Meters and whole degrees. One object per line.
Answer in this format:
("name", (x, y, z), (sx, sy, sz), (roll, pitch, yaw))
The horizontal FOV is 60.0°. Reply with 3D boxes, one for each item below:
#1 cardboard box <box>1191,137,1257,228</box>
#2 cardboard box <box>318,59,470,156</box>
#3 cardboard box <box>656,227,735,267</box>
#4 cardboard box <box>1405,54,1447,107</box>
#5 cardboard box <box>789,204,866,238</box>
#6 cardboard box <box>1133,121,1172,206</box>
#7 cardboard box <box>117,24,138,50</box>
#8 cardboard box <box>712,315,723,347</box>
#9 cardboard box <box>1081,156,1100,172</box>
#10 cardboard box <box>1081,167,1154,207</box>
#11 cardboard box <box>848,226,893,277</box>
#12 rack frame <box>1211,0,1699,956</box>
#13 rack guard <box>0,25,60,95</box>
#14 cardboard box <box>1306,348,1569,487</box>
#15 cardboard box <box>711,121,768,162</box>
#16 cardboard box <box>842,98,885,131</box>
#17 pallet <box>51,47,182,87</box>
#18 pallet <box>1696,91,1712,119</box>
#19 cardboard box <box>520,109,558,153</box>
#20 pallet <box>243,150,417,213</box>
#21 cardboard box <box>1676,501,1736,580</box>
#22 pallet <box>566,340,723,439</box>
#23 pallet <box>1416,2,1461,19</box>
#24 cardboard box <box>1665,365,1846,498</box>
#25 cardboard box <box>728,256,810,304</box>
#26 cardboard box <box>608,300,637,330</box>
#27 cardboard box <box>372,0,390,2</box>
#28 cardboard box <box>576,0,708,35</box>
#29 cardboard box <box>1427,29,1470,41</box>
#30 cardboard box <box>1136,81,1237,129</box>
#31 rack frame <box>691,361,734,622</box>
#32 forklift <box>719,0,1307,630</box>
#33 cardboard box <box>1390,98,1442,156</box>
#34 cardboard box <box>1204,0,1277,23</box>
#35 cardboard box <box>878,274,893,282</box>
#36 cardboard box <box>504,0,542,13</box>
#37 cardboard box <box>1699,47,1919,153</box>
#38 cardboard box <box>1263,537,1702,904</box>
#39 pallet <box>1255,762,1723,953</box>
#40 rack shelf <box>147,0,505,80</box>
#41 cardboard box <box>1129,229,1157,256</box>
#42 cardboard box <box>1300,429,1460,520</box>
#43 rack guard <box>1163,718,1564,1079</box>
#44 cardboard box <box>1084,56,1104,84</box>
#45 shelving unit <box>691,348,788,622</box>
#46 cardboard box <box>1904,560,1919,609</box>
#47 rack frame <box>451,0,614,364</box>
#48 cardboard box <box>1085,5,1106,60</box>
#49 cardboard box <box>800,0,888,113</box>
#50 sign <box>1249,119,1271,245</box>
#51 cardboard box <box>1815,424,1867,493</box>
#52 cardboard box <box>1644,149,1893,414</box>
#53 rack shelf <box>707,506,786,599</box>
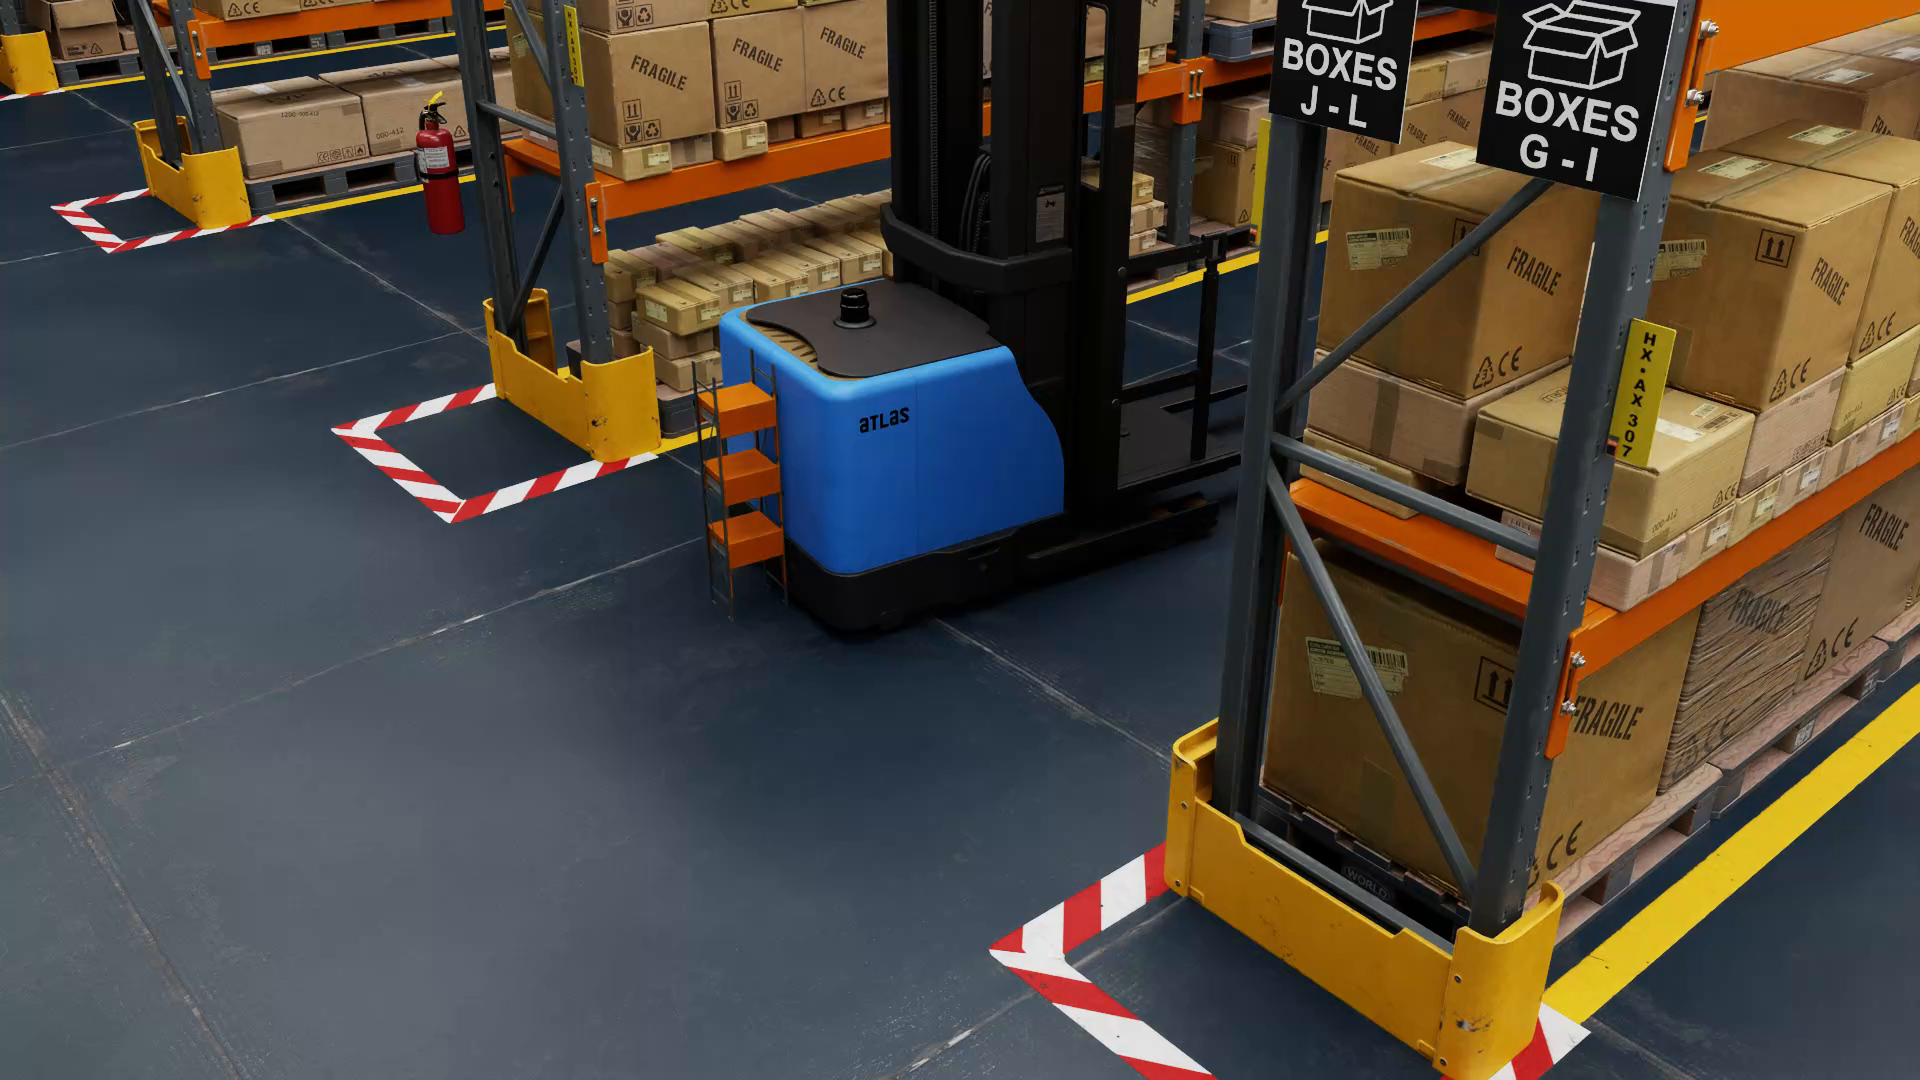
("cardboard box", (1.779, -2.353, 10.677), (0.500, 0.500, 0.500), (-20, 34, -33))
("cardboard box", (-4.160, -3.235, 12.394), (0.875, 0.438, 0.875), (-21, 34, -34))
("cardboard box", (-1.417, -1.540, 8.896), (0.250, 0.149, 0.380), (-23, 36, -36))
("cardboard box", (2.964, -3.165, 11.400), (0.500, 0.250, 0.500), (-21, 35, -34))
("cardboard box", (-0.738, -1.739, 9.270), (0.250, 0.149, 0.380), (-23, 36, -36))
("cardboard box", (1.444, -2.539, 11.024), (0.500, 0.500, 0.500), (-23, 36, -36))
("cardboard box", (-7.637, -4.635, 15.320), (0.250, 0.149, 0.380), (-24, 36, -37))
("cardboard box", (-1.188, -1.106, 8.401), (0.250, 0.149, 0.380), (-22, 35, -35))
("cardboard box", (0.648, -2.298, 10.316), (0.250, 0.149, 0.380), (-20, 34, -33))
("cardboard box", (0.943, -2.127, 9.996), (0.250, 0.149, 0.380), (-21, 34, -34))
("cardboard box", (-0.391, -1.554, 8.923), (0.250, 0.149, 0.380), (-21, 35, -34))
("rack frame", (1.144, -0.106, 4.266), (0.127, 3.000, 1.000), (-22, 35, -35))
("rack guard", (-8.455, -4.359, 14.876), (0.348, 0.500, 1.175), (-22, 35, -35))
("cardboard box", (1.341, -0.415, 4.687), (0.500, 0.250, 0.500), (-23, 35, -36))
("cardboard box", (-1.133, -1.942, 7.968), (0.250, 0.149, 0.380), (-23, 36, -36))
("cardboard box", (-0.596, -2.210, 8.469), (0.250, 0.149, 0.380), (-23, 36, -36))
("pallet", (-7.849, -4.476, 15.401), (1.213, 0.211, 1.003), (-22, 35, -35))
("pallet", (5.664, -3.718, 13.984), (1.213, 0.211, 1.003), (-22, 35, -35))
("cardboard box", (-1.934, -2.006, 8.087), (0.250, 0.149, 0.380), (-22, 35, -35))
("pallet", (-4.730, -2.702, 12.083), (1.213, 0.211, 1.003), (-22, 35, -35))
("cardboard box", (1.823, -0.065, 4.455), (0.250, 0.149, 0.380), (-22, 35, -36))
("pallet", (-1.299, -0.945, 8.794), (1.213, 0.211, 1.003), (-22, 35, -35))
("pallet", (2.608, -3.658, 11.116), (1.213, 0.211, 1.003), (-22, 35, -35))
("cardboard box", (2.076, -0.383, 4.627), (0.500, 0.250, 0.500), (-22, 35, -35))
("cardboard box", (-0.973, -1.303, 8.453), (0.250, 0.149, 0.380), (-22, 35, -35))
("cardboard box", (-1.782, -1.238, 8.648), (0.250, 0.149, 0.380), (-23, 36, -36))
("cardboard box", (-3.971, -4.061, 11.561), (0.500, 0.500, 0.500), (-22, 35, -35))
("cardboard box", (-1.484, -2.574, 7.401), (0.500, 0.500, 0.500), (-22, 35, -35))
("cardboard box", (3.406, -3.652, 12.312), (0.500, 0.250, 0.500), (-24, 36, -37))
("cardboard box", (1.447, -2.871, 10.851), (0.500, 0.250, 0.500), (-23, 36, -36))
("rack frame", (-0.960, -0.176, 6.466), (0.008, 1.050, 0.200), (-17, 32, -28))
("forklift", (0.532, -1.452, 6.857), (3.031, 2.935, 1.130), (-17, 32, -28))
("cardboard box", (2.968, -2.825, 11.561), (0.500, 0.500, 0.500), (-24, 36, -37))
("cardboard box", (1.643, -3.169, 9.819), (0.250, 0.149, 0.380), (-24, 36, -37))
("cardboard box", (-0.474, -1.466, 9.073), (0.250, 0.149, 0.380), (-20, 34, -32))
("cardboard box", (-1.812, -2.761, 7.751), (0.500, 0.500, 0.500), (-23, 36, -36))
("cardboard box", (2.884, -1.362, 5.664), (0.500, 0.500, 0.500), (-23, 36, -36))
("cardboard box", (1.579, 0.421, 5.088), (0.875, 0.875, 0.875), (-22, 35, -35))
("pallet", (1.702, 0.851, 5.434), (1.213, 0.211, 1.003), (-22, 35, -35))
("rack shelf", (-3.766, -3.954, 12.230), (4.000, 0.370, 1.077), (-22, 35, -35))
("cardboard box", (0.967, -1.825, 10.061), (0.250, 0.149, 0.380), (-21, 35, -34))
("cardboard box", (1.201, -0.222, 4.750), (0.250, 0.149, 0.380), (-21, 35, -34))
("rack guard", (1.126, 1.004, 4.841), (0.348, 0.500, 1.175), (-22, 35, -35))
("cardboard box", (0.612, -2.679, 9.347), (0.250, 0.149, 0.380), (-20, 34, -33))
("shelving unit", (-0.857, -0.207, 6.523), (0.252, 1.050, 0.215), (-17, 32, -28))
("cardboard box", (3.633, -0.405, 6.633), (0.875, 0.875, 0.875), (-22, 35, -35))
("rack frame", (-1.998, -1.915, 7.652), (0.127, 3.000, 1.000), (-22, 35, -35))
("cardboard box", (0.464, -2.907, 9.085), (0.500, 0.500, 0.500), (-23, 36, -36))
("cardboard box", (-0.706, -2.447, 8.225), (0.500, 0.500, 0.500), (-21, 35, -34))
("sign", (0.802, -0.920, 4.309), (0.005, 0.325, 0.100), (-22, 35, -35))
("cardboard box", (2.409, -0.301, 4.897), (0.250, 0.149, 0.380), (-23, 36, -36))
("cardboard box", (2.065, -0.705, 4.434), (0.500, 0.500, 0.500), (-23, 36, -36))
("rack shelf", (-0.857, 0.048, 6.659), (0.240, 0.259, 0.215), (-17, 32, -28))
